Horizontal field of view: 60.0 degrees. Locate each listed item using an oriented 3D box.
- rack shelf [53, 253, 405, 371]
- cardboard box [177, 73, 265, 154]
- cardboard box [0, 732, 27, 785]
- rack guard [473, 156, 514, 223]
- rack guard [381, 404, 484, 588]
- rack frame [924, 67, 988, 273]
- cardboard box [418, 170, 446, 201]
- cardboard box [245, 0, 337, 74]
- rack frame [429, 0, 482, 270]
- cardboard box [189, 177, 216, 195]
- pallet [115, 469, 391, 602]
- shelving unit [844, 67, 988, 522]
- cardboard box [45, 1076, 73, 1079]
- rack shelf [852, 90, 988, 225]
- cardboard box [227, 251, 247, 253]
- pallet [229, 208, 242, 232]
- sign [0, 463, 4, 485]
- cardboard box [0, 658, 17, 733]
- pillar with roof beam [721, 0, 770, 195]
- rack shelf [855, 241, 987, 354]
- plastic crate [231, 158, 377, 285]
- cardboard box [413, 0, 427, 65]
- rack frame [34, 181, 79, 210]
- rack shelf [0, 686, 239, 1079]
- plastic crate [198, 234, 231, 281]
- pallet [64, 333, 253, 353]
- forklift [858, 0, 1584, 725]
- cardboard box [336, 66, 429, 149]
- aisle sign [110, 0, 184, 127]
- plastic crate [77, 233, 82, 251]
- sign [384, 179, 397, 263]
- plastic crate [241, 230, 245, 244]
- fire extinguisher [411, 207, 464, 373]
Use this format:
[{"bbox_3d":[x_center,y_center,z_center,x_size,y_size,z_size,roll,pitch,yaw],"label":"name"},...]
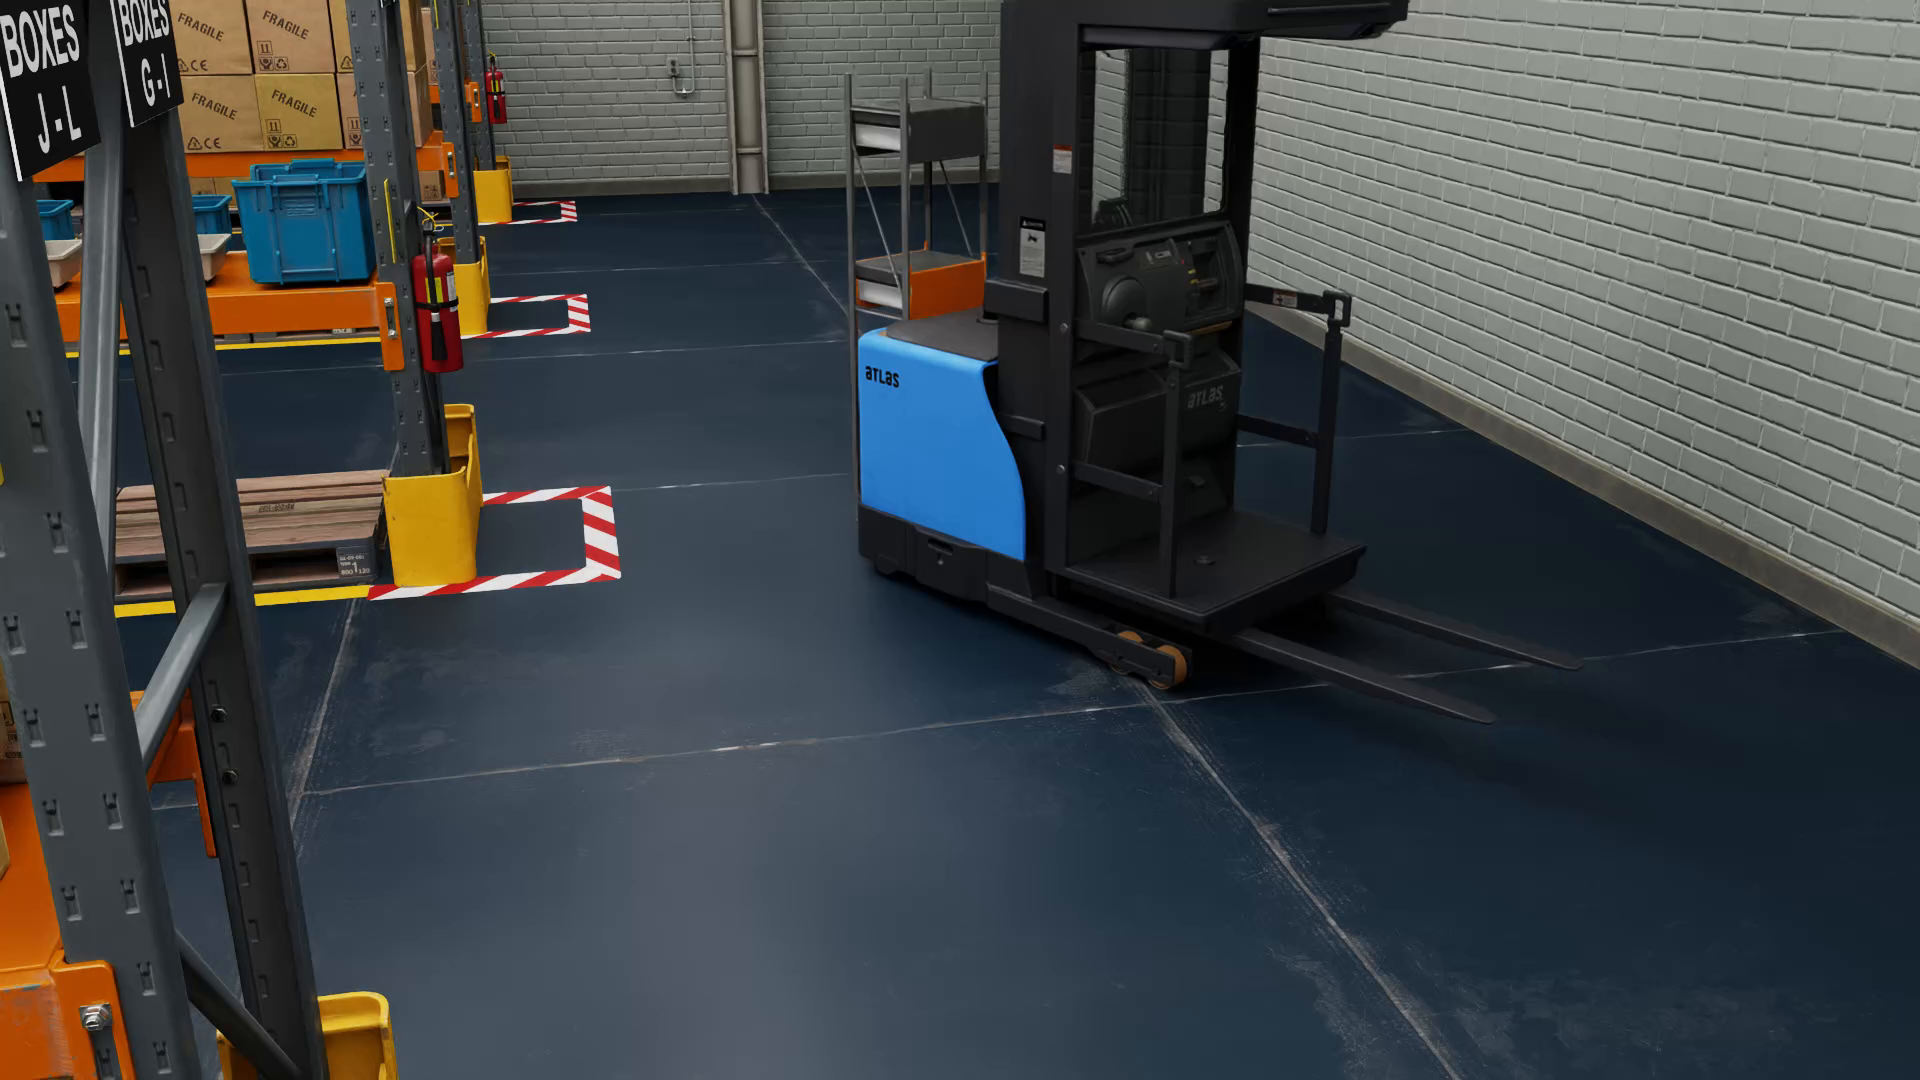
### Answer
[{"bbox_3d":[-4.398,-0.902,6.962,4.000,0.370,1.077,-5,21,-12],"label":"rack shelf"},{"bbox_3d":[-4.952,-2.897,11.217,0.500,0.500,0.500,-4,21,-12],"label":"cardboard box"},{"bbox_3d":[-1.733,0.295,3.013,0.250,0.149,0.380,-4,21,-12],"label":"cardboard box"},{"bbox_3d":[-4.708,-3.543,16.759,0.348,0.500,1.175,-5,21,-12],"label":"rack guard"},{"bbox_3d":[-2.431,-0.231,7.718,0.348,0.500,1.175,-5,21,-12],"label":"rack guard"},{"bbox_3d":[-0.019,-1.147,7.893,0.015,2.100,0.400,-19,27,-41],"label":"rack frame"},{"bbox_3d":[-5.389,-3.649,16.439,0.500,0.500,0.700,-5,21,-12],"label":"cardboard box"},{"bbox_3d":[-4.449,-3.405,11.151,0.500,0.500,0.500,-4,21,-11],"label":"cardboard box"},{"bbox_3d":[-3.588,-3.057,11.798,0.127,3.000,1.000,-5,21,-12],"label":"rack frame"},{"bbox_3d":[-7.383,-3.485,15.990,0.500,0.500,0.700,-5,21,-13],"label":"cardboard box"},{"bbox_3d":[-3.263,-0.037,7.608,1.213,0.211,1.003,-5,21,-12],"label":"pallet"},{"bbox_3d":[-0.193,-1.088,7.733,0.503,2.100,0.431,-19,27,-41],"label":"shelving unit"},{"bbox_3d":[-1.916,1.138,2.827,0.875,0.875,0.875,-5,21,-12],"label":"cardboard box"},{"bbox_3d":[-0.193,-1.733,7.497,0.480,0.518,0.431,-19,27,-41],"label":"rack shelf"},{"bbox_3d":[-5.155,-1.945,12.121,0.500,0.250,0.500,-5,21,-12],"label":"cardboard box"},{"bbox_3d":[-6.676,-3.220,16.299,1.213,0.211,1.003,-5,21,-12],"label":"pallet"},{"bbox_3d":[-1.200,-0.212,2.006,0.005,0.325,0.100,-5,21,-12],"label":"sign"},{"bbox_3d":[-1.841,0.138,2.862,0.500,0.250,0.500,-5,21,-14],"label":"cardboard box"},{"bbox_3d":[-1.312,-6.594,12.732,0.400,9.000,9.100,-5,21,-12],"label":"pillar with roof beam"},{"bbox_3d":[-0.193,-1.075,7.737,0.480,0.518,0.431,-19,27,-41],"label":"rack shelf"},{"bbox_3d":[-2.734,-1.354,7.011,0.499,0.435,0.616,-5,21,-12],"label":"plastic crate"},{"bbox_3d":[-4.080,-3.626,11.754,0.500,0.500,0.500,-4,20,-11],"label":"cardboard box"},{"bbox_3d":[-8.624,-4.398,15.459,0.127,3.000,1.000,-5,21,-12],"label":"rack frame"},{"bbox_3d":[-3.258,0.756,2.436,4.000,0.370,1.077,-5,21,-12],"label":"rack shelf"},{"bbox_3d":[-3.203,-1.177,6.964,0.243,0.136,0.396,-5,21,-12],"label":"plastic crate"},{"bbox_3d":[-5.622,-1.582,11.828,1.213,0.211,1.003,-5,21,-12],"label":"pallet"},{"bbox_3d":[0.935,-1.011,6.313,1.130,2.935,3.031,-19,27,-41],"label":"forklift"},{"bbox_3d":[-3.961,-2.977,11.435,0.500,0.500,0.500,-4,20,-11],"label":"cardboard box"},{"bbox_3d":[-1.311,-1.067,2.587,0.004,0.787,0.394,-5,21,-12],"label":"aisle sign"},{"bbox_3d":[-3.759,-1.342,7.413,0.298,0.136,0.250,-5,21,-12],"label":"plastic crate"},{"bbox_3d":[-2.309,-1.292,6.743,0.005,0.325,0.100,-5,21,-12],"label":"sign"},{"bbox_3d":[-3.099,-1.396,7.560,0.298,0.136,0.250,-5,21,-12],"label":"plastic crate"},{"bbox_3d":[-2.200,-1.047,6.965,0.183,0.674,0.296,-5,21,-12],"label":"fire extinguisher"}]
